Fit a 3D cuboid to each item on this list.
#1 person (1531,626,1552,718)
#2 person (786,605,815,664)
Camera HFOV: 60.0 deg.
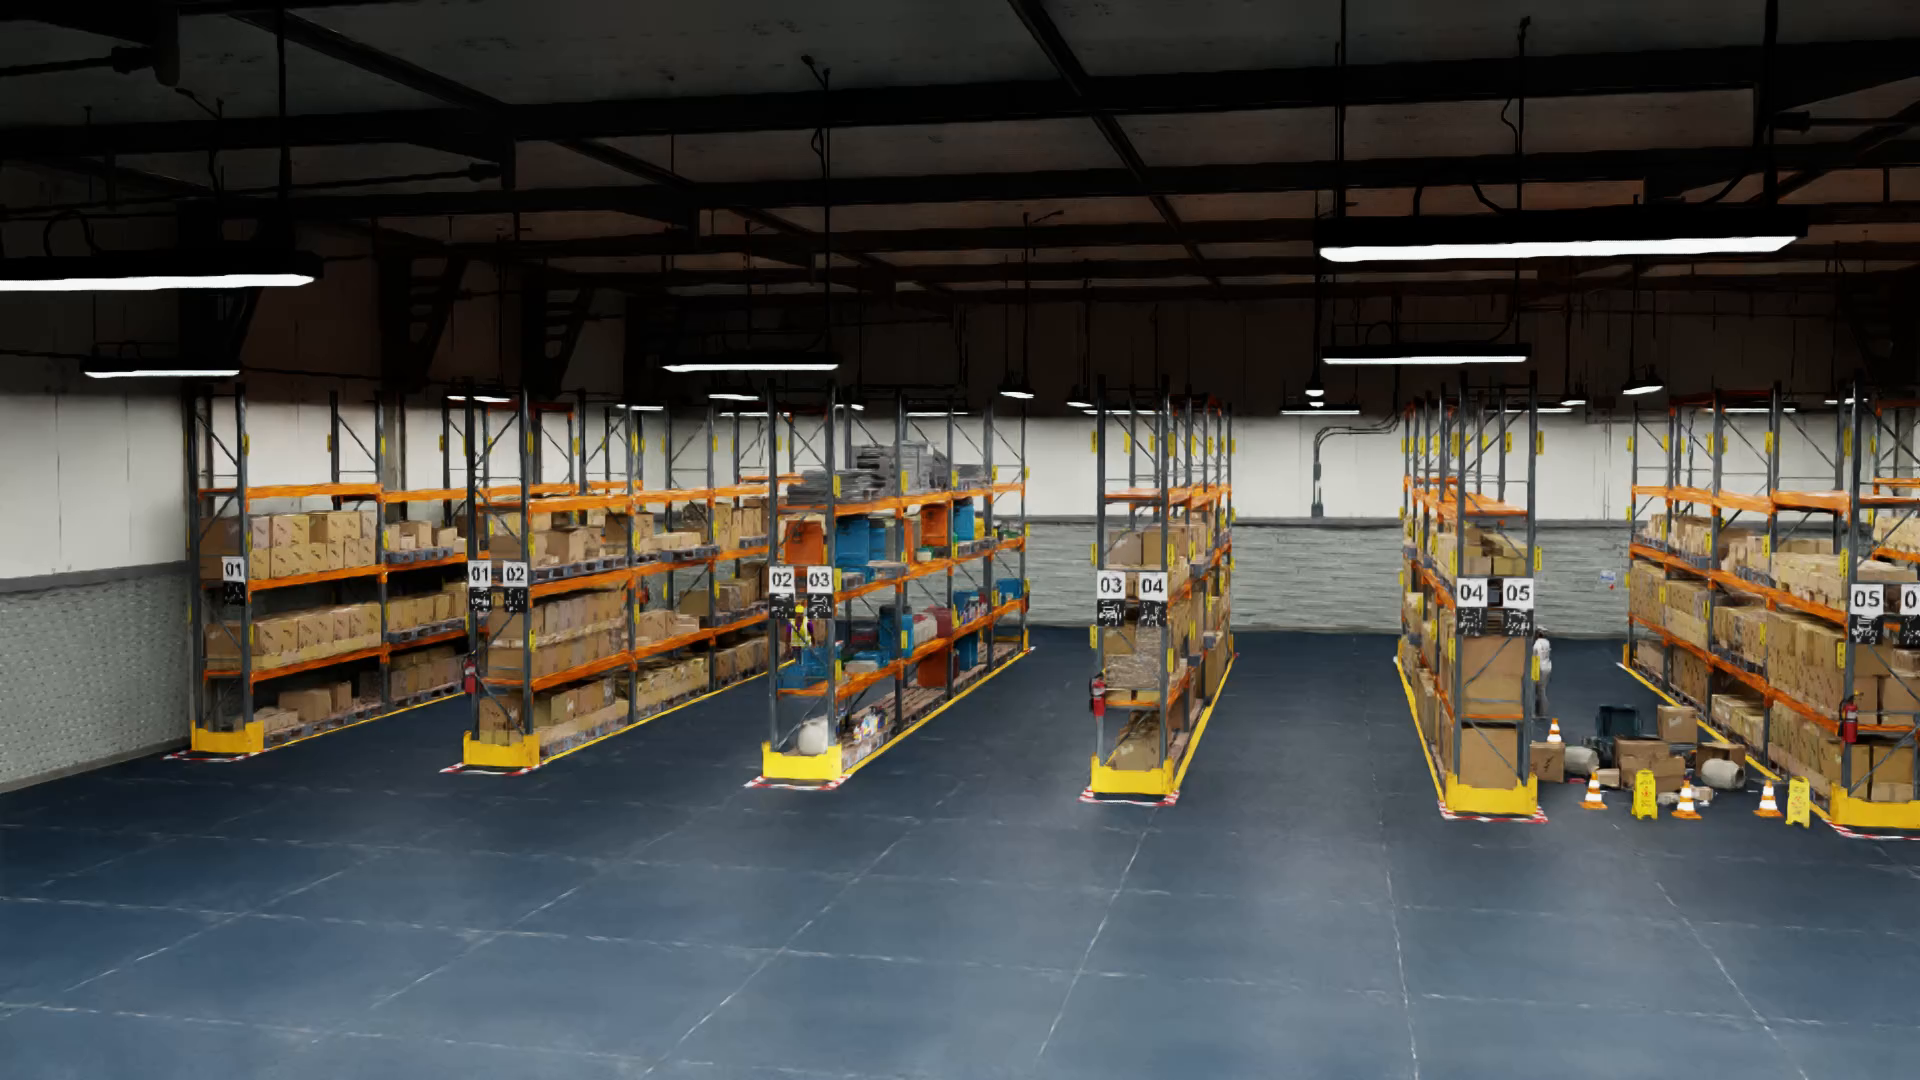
[{"bbox_3d":[10.614,2.414,30.499,0.462,1.674,0.498,3,5,44],"label":"person"},{"bbox_3d":[-3.325,2.173,34.411,0.582,1.686,1.113,1,3,10],"label":"person"}]
